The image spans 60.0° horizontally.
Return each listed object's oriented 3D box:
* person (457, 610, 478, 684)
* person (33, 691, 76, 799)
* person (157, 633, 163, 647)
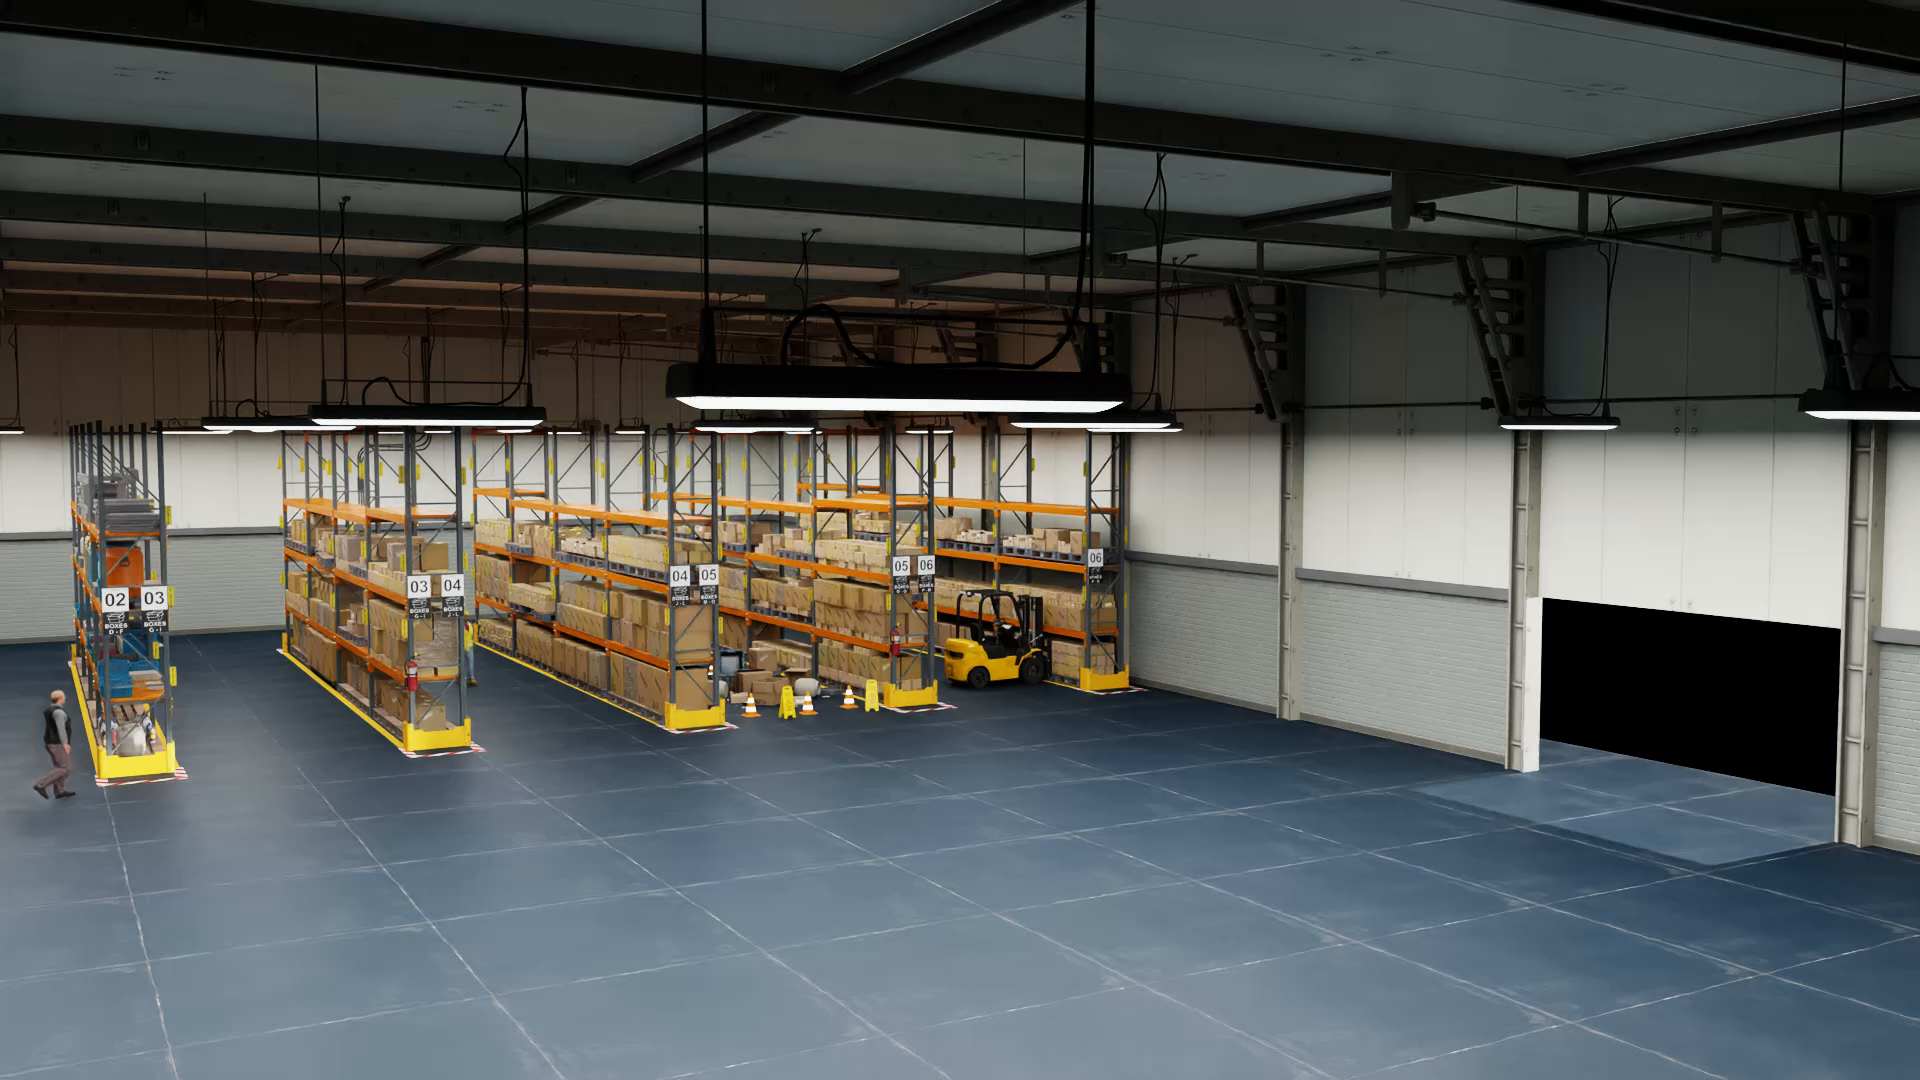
[{"bbox_3d":[-11.525,2.478,38.569,0.532,1.714,1.093,-2,4,-33],"label":"person"},{"bbox_3d":[-14.267,3.233,26.144,0.553,1.719,0.683,3,5,43],"label":"person"},{"bbox_3d":[-22.015,2.121,45.405,0.717,1.570,0.422,0,4,6],"label":"person"}]
